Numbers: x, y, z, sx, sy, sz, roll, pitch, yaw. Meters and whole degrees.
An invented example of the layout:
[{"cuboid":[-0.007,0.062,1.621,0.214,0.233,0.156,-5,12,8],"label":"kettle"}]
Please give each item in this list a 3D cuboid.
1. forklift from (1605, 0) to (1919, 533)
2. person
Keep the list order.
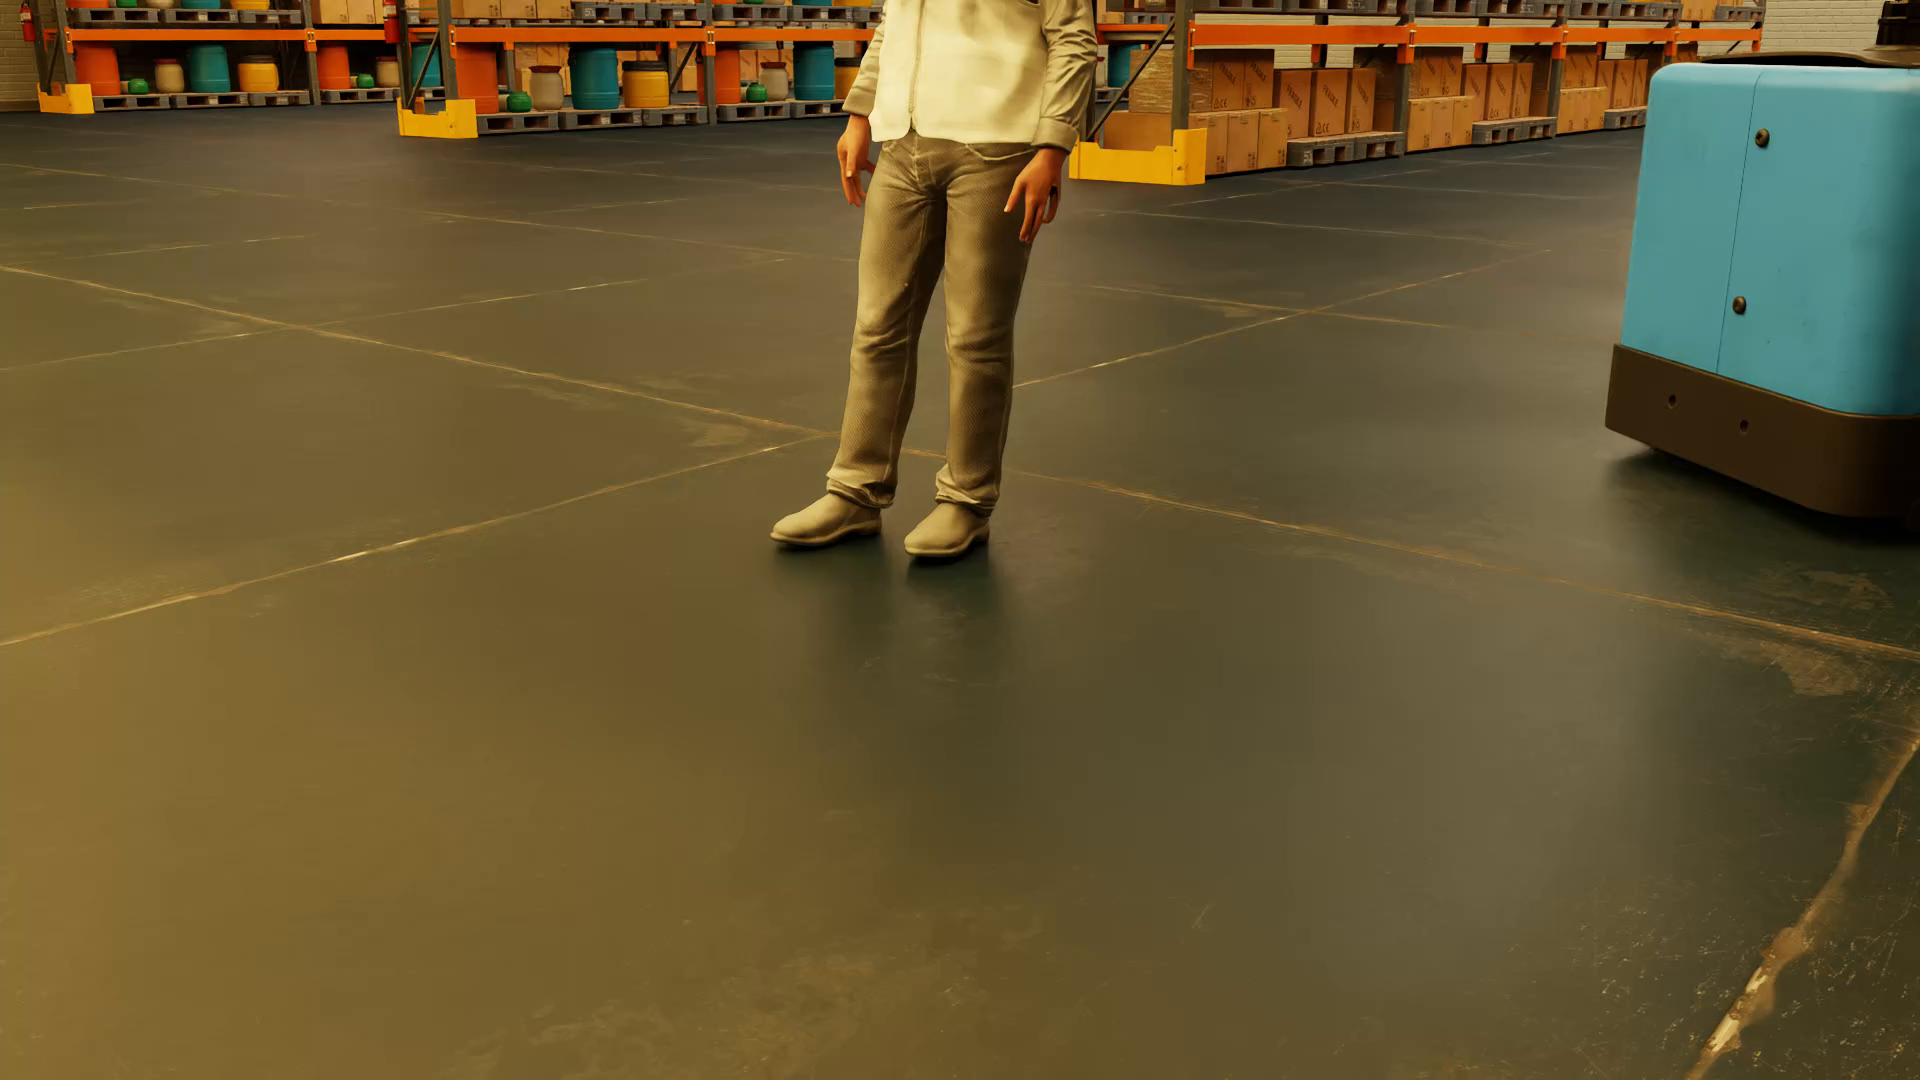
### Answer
[{"cuboid":[3.414,-1.612,4.206,3.031,2.935,1.130,-3,17,-11],"label":"forklift"},{"cuboid":[-0.046,-0.844,3.641,0.632,1.773,0.568,13,21,37],"label":"person"}]
